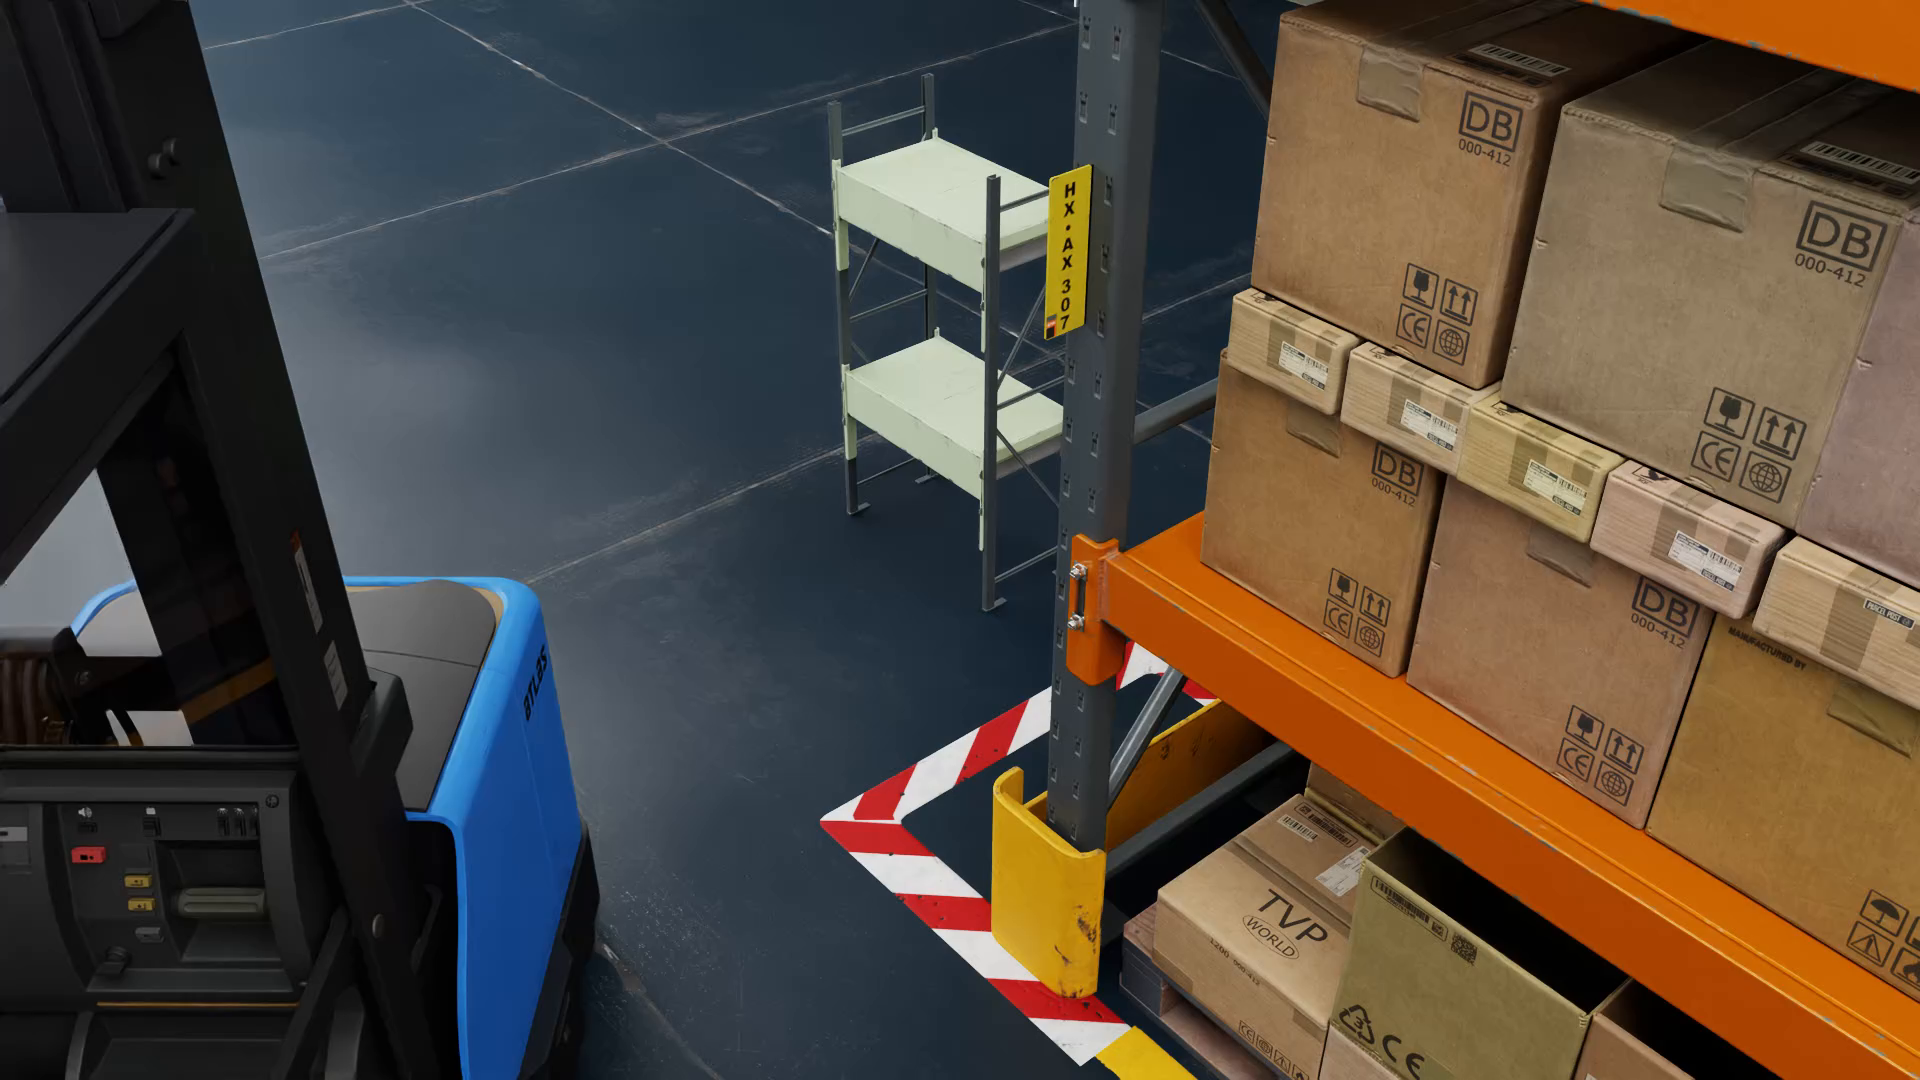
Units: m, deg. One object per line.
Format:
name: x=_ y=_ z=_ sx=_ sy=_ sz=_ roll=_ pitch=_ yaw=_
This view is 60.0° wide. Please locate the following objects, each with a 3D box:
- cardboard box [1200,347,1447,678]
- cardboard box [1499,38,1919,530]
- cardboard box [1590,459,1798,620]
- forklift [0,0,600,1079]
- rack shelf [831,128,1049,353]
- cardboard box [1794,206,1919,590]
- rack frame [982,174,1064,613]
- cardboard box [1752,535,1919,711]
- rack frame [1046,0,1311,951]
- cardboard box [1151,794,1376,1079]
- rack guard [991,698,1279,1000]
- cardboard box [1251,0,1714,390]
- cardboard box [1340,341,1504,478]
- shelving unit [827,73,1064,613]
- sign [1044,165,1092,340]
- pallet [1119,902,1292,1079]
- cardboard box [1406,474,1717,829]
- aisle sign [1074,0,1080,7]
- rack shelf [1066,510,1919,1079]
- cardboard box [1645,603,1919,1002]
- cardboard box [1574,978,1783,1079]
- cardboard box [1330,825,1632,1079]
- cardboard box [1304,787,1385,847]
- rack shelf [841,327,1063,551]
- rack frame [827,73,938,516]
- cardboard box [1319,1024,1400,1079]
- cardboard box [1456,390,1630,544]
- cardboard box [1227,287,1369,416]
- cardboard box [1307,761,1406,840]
cardboard box: x=0.919 y=-0.179 z=3.320 sx=0.700 sy=0.500 sz=0.500 roll=-26 pitch=43 yaw=-32
cardboard box: x=1.296 y=-0.455 z=2.587 sx=0.700 sy=0.500 sz=0.500 roll=-27 pitch=43 yaw=-33
cardboard box: x=1.209 y=-0.062 z=2.595 sx=0.380 sy=0.149 sz=0.250 roll=-27 pitch=43 yaw=-32
forklift: x=-1.465 y=0.611 z=2.351 sx=1.130 sy=2.935 sz=3.031 roll=0 pitch=35 yaw=0
rack shelf: x=-0.004 y=-0.933 z=5.095 sx=0.431 sy=0.370 sz=0.720 roll=-26 pitch=43 yaw=-32
cardboard box: x=1.622 y=-0.232 z=2.274 sx=0.700 sy=0.500 sz=0.500 roll=-26 pitch=43 yaw=-32
rack frame: x=0.232 y=-0.453 z=5.093 sx=0.400 sy=1.500 sz=0.023 roll=-26 pitch=43 yaw=-32
cardboard box: x=1.383 y=0.054 z=2.430 sx=0.380 sy=0.149 sz=0.250 roll=-28 pitch=44 yaw=-33
rack frame: x=0.627 y=-0.349 z=3.647 sx=1.000 sy=3.000 sz=0.127 roll=-26 pitch=43 yaw=-32
cardboard box: x=0.803 y=0.922 z=3.869 sx=0.500 sy=0.250 sz=0.500 roll=-26 pitch=43 yaw=-32
rack guard: x=0.612 y=0.661 z=4.384 sx=1.175 sy=0.500 sz=0.348 roll=-26 pitch=43 yaw=-32
cardboard box: x=0.953 y=-0.685 z=2.912 sx=0.700 sy=0.500 sz=0.500 roll=-26 pitch=43 yaw=-32
cardboard box: x=0.888 y=-0.285 z=2.910 sx=0.380 sy=0.149 sz=0.250 roll=-27 pitch=43 yaw=-33
shelving unit: x=-0.004 y=-0.615 z=5.321 sx=0.431 sy=1.500 sz=0.755 roll=-26 pitch=43 yaw=-32
sign: x=0.199 y=-0.530 z=3.085 sx=0.100 sy=0.325 sz=0.005 roll=-26 pitch=43 yaw=-32
pallet: x=1.153 y=1.111 z=3.998 sx=1.003 sy=0.211 sz=1.213 roll=-26 pitch=43 yaw=-32
cardboard box: x=1.261 y=0.051 z=2.996 sx=0.700 sy=0.500 sz=0.500 roll=-25 pitch=42 yaw=-31
aisle sign: x=0.351 y=-1.324 z=2.775 sx=0.394 sy=0.787 sz=0.004 roll=-26 pitch=43 yaw=-32
rack shelf: x=1.918 y=0.828 z=2.608 sx=1.077 sy=0.370 sz=4.000 roll=-26 pitch=43 yaw=-32
cardboard box: x=1.577 y=0.273 z=2.683 sx=0.700 sy=0.500 sz=0.500 roll=-26 pitch=43 yaw=-31
cardboard box: x=1.460 y=1.052 z=3.037 sx=0.500 sy=0.500 sz=0.500 roll=-26 pitch=43 yaw=-32
cardboard box: x=1.127 y=0.836 z=3.342 sx=0.500 sy=0.500 sz=0.500 roll=-26 pitch=43 yaw=-32
cardboard box: x=1.199 y=0.729 z=4.142 sx=0.500 sy=0.250 sz=0.500 roll=-26 pitch=43 yaw=-32
rack shelf: x=-0.004 y=-0.349 z=5.509 sx=0.431 sy=0.370 sz=0.720 roll=-26 pitch=43 yaw=-32
rack frame: x=-0.241 y=-0.777 z=5.549 sx=0.400 sy=1.500 sz=0.023 roll=-26 pitch=43 yaw=-32
cardboard box: x=1.129 y=1.141 z=3.559 sx=0.500 sy=0.250 sz=0.500 roll=-26 pitch=43 yaw=-32
cardboard box: x=1.048 y=-0.174 z=2.753 sx=0.380 sy=0.149 sz=0.250 roll=-26 pitch=43 yaw=-32
cardboard box: x=0.716 y=-0.401 z=3.073 sx=0.380 sy=0.149 sz=0.250 roll=-26 pitch=43 yaw=-32
cardboard box: x=1.201 y=0.422 z=3.926 sx=0.500 sy=0.500 sz=0.500 roll=-26 pitch=43 yaw=-32
